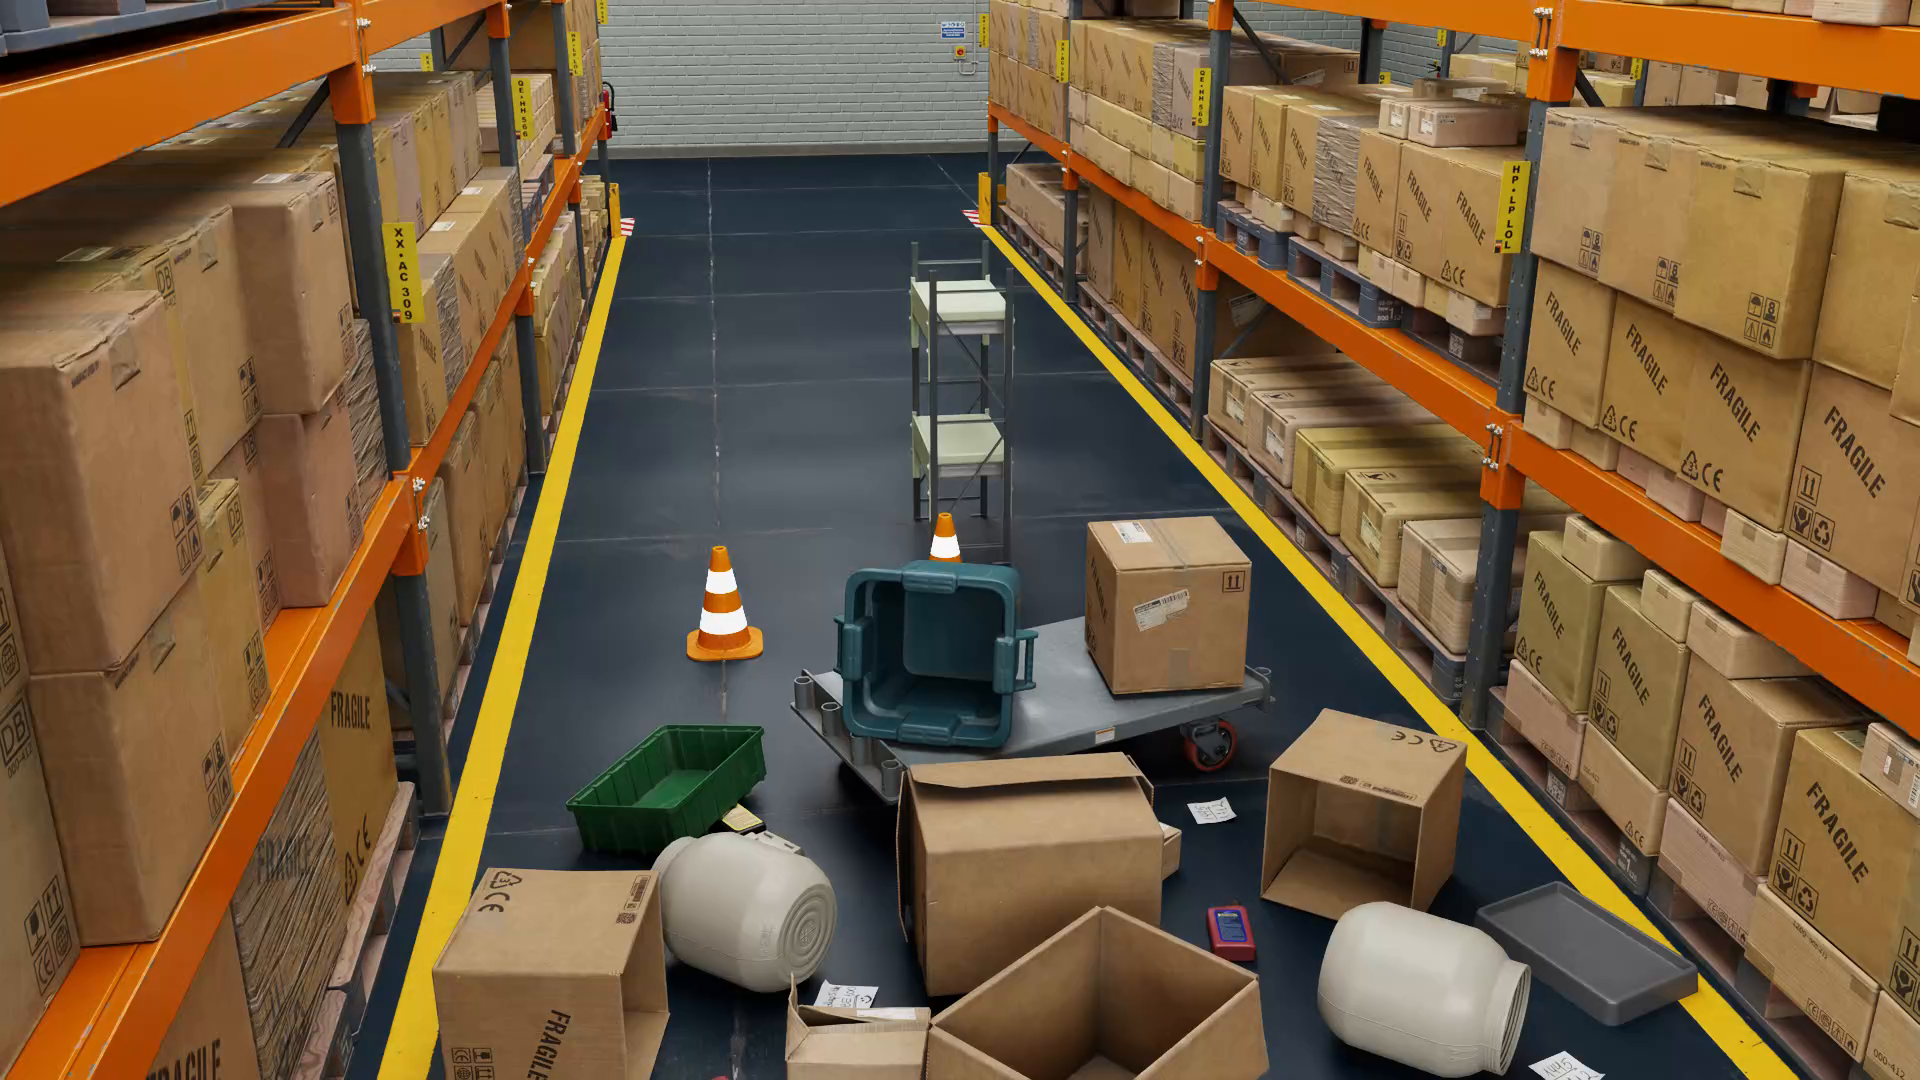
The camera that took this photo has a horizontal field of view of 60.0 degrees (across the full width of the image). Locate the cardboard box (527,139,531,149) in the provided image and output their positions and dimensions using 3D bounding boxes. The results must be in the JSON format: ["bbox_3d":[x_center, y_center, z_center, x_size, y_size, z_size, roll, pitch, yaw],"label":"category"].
[{"bbox_3d":[-2.989,-2.621,10.780,0.380,0.149,0.250,-3,21,-8],"label":"cardboard box"}]

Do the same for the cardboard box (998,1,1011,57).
[{"bbox_3d":[0.668,-4.990,16.217,0.500,0.500,0.500,-3,21,-9],"label":"cardboard box"}]

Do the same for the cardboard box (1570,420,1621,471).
[{"bbox_3d":[2.345,-0.351,5.728,0.380,0.149,0.250,-2,21,-6],"label":"cardboard box"}]

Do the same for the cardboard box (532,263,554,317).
[{"bbox_3d":[-2.864,-1.583,10.567,0.500,0.250,0.500,-3,21,-8],"label":"cardboard box"}]

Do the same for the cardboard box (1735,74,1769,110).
[{"bbox_3d":[6.324,-3.314,12.559,0.700,0.500,0.500,-3,21,-8],"label":"cardboard box"}]

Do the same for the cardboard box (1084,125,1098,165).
[{"bbox_3d":[1.254,-3.034,12.766,0.500,0.250,0.500,-3,21,-9],"label":"cardboard box"}]

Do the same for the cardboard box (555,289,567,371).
[{"bbox_3d":[-2.935,-1.414,11.188,0.500,0.500,0.500,-3,21,-9],"label":"cardboard box"}]

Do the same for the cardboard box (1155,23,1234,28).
[{"bbox_3d":[1.771,-3.643,12.612,0.500,0.500,0.500,-3,21,-7],"label":"cardboard box"}]

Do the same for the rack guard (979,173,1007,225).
[{"bbox_3d":[0.796,-3.671,17.831,1.175,0.500,0.348,-3,21,-8],"label":"rack guard"}]

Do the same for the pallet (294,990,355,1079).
[{"bbox_3d":[-2.143,1.603,4.124,1.003,0.211,1.213,-3,21,-8],"label":"pallet"}]

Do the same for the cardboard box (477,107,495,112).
[{"bbox_3d":[-2.916,-2.577,10.236,0.380,0.149,0.250,-4,21,-10],"label":"cardboard box"}]

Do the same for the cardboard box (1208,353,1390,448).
[{"bbox_3d":[2.024,-0.833,9.816,0.950,0.372,0.625,-4,21,-11],"label":"cardboard box"}]

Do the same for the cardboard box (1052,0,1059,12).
[{"bbox_3d":[1.006,-4.629,14.323,0.380,0.149,0.250,-3,21,-8],"label":"cardboard box"}]

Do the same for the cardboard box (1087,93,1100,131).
[{"bbox_3d":[1.263,-3.267,12.676,0.500,0.250,0.500,-3,21,-7],"label":"cardboard box"}]

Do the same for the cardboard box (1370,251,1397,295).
[{"bbox_3d":[2.049,-1.190,7.374,0.380,0.149,0.250,-3,21,-7],"label":"cardboard box"}]

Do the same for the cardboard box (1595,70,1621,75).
[{"bbox_3d":[6.332,-4.307,15.749,0.500,0.250,0.500,-2,21,-7],"label":"cardboard box"}]

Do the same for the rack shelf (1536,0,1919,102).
[{"bbox_3d":[2.818,-1.055,3.994,1.077,0.370,4.000,-3,21,-8],"label":"rack shelf"}]

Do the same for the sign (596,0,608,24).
[{"bbox_3d":[-3.532,-5.261,16.407,0.100,0.325,0.005,-3,21,-8],"label":"sign"}]

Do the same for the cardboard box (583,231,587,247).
[{"bbox_3d":[-3.492,-2.662,14.606,0.380,0.149,0.250,-2,21,-5],"label":"cardboard box"}]

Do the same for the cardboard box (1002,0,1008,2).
[{"bbox_3d":[0.609,-5.333,16.209,0.380,0.149,0.250,-2,21,-6],"label":"cardboard box"}]

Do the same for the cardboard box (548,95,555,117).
[{"bbox_3d":[-3.255,-3.255,12.477,0.380,0.149,0.250,-2,21,-6],"label":"cardboard box"}]

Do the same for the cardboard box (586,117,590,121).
[{"bbox_3d":[-3.639,-3.979,15.441,0.380,0.149,0.250,-4,21,-10],"label":"cardboard box"}]

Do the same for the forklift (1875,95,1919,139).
[{"bbox_3d":[4.763,-1.062,7.369,1.130,2.935,3.031,-3,21,-8],"label":"forklift"}]

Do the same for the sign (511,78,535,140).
[{"bbox_3d":[-2.382,-2.351,9.068,0.100,0.325,0.005,-3,21,-8],"label":"sign"}]

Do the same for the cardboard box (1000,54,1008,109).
[{"bbox_3d":[0.685,-4.526,16.405,0.500,0.500,0.500,-3,21,-9],"label":"cardboard box"}]

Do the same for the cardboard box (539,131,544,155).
[{"bbox_3d":[-3.101,-2.757,11.568,0.380,0.149,0.250,-4,21,-10],"label":"cardboard box"}]

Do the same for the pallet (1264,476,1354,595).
[{"bbox_3d":[2.237,-0.065,8.590,1.003,0.211,1.213,-3,21,-8],"label":"pallet"}]

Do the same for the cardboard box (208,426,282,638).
[{"bbox_3d":[-2.226,0.045,4.095,0.875,0.550,0.550,-3,21,-8],"label":"cardboard box"}]

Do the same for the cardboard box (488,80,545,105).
[{"bbox_3d":[-3.182,-3.210,11.933,0.380,0.149,0.250,-4,21,-9],"label":"cardboard box"}]

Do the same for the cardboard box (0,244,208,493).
[{"bbox_3d":[-2.115,-0.279,3.419,0.875,0.550,0.500,-3,21,-8],"label":"cardboard box"}]

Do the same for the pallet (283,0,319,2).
[{"bbox_3d":[-2.535,-2.025,5.837,0.805,0.209,1.217,-4,21,-10],"label":"pallet"}]

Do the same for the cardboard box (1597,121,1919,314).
[{"bbox_3d":[2.430,-0.992,5.089,0.700,0.500,0.500,-3,21,-7],"label":"cardboard box"}]

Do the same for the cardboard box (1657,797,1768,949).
[{"bbox_3d":[2.514,0.998,5.086,0.500,0.250,0.500,-3,21,-8],"label":"cardboard box"}]

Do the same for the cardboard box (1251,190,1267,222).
[{"bbox_3d":[1.817,-1.824,9.072,0.380,0.149,0.250,-4,21,-11],"label":"cardboard box"}]

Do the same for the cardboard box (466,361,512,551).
[{"bbox_3d":[-2.803,-0.404,8.126,1.050,0.750,0.750,-3,21,-7],"label":"cardboard box"}]

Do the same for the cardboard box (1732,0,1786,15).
[{"bbox_3d":[2.456,-1.584,4.741,0.380,0.149,0.250,-2,21,-6],"label":"cardboard box"}]

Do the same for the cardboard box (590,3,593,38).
[{"bbox_3d":[-3.699,-4.882,15.504,0.500,0.500,0.500,-4,21,-10],"label":"cardboard box"}]

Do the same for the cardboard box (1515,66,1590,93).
[{"bbox_3d":[5.754,-4.458,16.154,0.500,0.250,0.500,-3,21,-9],"label":"cardboard box"}]

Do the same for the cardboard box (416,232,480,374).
[{"bbox_3d":[-2.307,-0.985,6.923,0.500,0.500,0.500,-3,21,-8],"label":"cardboard box"}]

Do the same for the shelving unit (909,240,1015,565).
[{"bbox_3d":[0.001,-0.700,8.448,0.431,1.500,0.755,-3,21,-8],"label":"shelving unit"}]

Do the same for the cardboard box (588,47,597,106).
[{"bbox_3d":[-3.613,-4.239,15.211,0.500,0.500,0.500,-3,21,-8],"label":"cardboard box"}]

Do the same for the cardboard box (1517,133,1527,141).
[{"bbox_3d":[2.615,-1.584,7.502,0.500,0.500,0.500,-3,21,-8],"label":"cardboard box"}]

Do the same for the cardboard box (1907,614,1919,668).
[{"bbox_3d":[2.587,0.266,4.077,0.380,0.149,0.250,-3,21,-8],"label":"cardboard box"}]

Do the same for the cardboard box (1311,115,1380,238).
[{"bbox_3d":[2.018,-1.742,7.925,0.500,0.500,0.500,-4,21,-10],"label":"cardboard box"}]

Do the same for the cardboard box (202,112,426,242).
[{"bbox_3d":[-2.580,-1.434,6.697,0.700,0.500,0.500,-3,21,-7],"label":"cardboard box"}]

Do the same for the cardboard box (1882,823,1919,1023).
[{"bbox_3d":[2.654,1.001,4.006,0.500,0.500,0.500,-2,21,-6],"label":"cardboard box"}]

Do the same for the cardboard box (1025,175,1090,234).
[{"bbox_3d":[1.134,-3.290,16.300,0.875,0.438,0.875,-2,21,-6],"label":"cardboard box"}]

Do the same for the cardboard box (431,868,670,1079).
[{"bbox_3d":[-1.115,1.261,4.621,0.500,0.500,0.500,1,20,2],"label":"cardboard box"}]

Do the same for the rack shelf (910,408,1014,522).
[{"bbox_3d":[0.001,-0.395,8.562,0.431,0.370,0.720,-3,21,-8],"label":"rack shelf"}]

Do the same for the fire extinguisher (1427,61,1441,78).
[{"bbox_3d":[5.232,-4.902,18.197,0.296,0.674,0.183,-3,21,-8],"label":"fire extinguisher"}]

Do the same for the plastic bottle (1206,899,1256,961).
[{"bbox_3d":[0.860,1.239,5.311,0.133,0.061,0.283,1,20,2],"label":"plastic bottle"}]

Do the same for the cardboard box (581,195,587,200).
[{"bbox_3d":[-3.618,-3.065,15.261,0.380,0.149,0.250,-4,21,-10],"label":"cardboard box"}]

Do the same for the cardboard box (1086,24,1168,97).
[{"bbox_3d":[1.256,-3.622,12.556,0.500,0.500,0.500,-3,21,-8],"label":"cardboard box"}]

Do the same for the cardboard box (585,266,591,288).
[{"bbox_3d":[-3.242,-2.168,13.707,0.380,0.149,0.250,-4,21,-10],"label":"cardboard box"}]

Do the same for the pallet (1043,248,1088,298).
[{"bbox_3d":[1.344,-2.410,14.866,1.003,0.211,1.213,-3,21,-8],"label":"pallet"}]

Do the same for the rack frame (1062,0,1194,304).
[{"bbox_3d":[1.376,-3.449,13.663,1.000,3.000,0.127,-3,21,-8],"label":"rack frame"}]

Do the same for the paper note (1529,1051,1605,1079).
[{"bbox_3d":[1.708,1.493,4.676,0.142,0.019,0.148,-11,23,-26],"label":"paper note"}]
